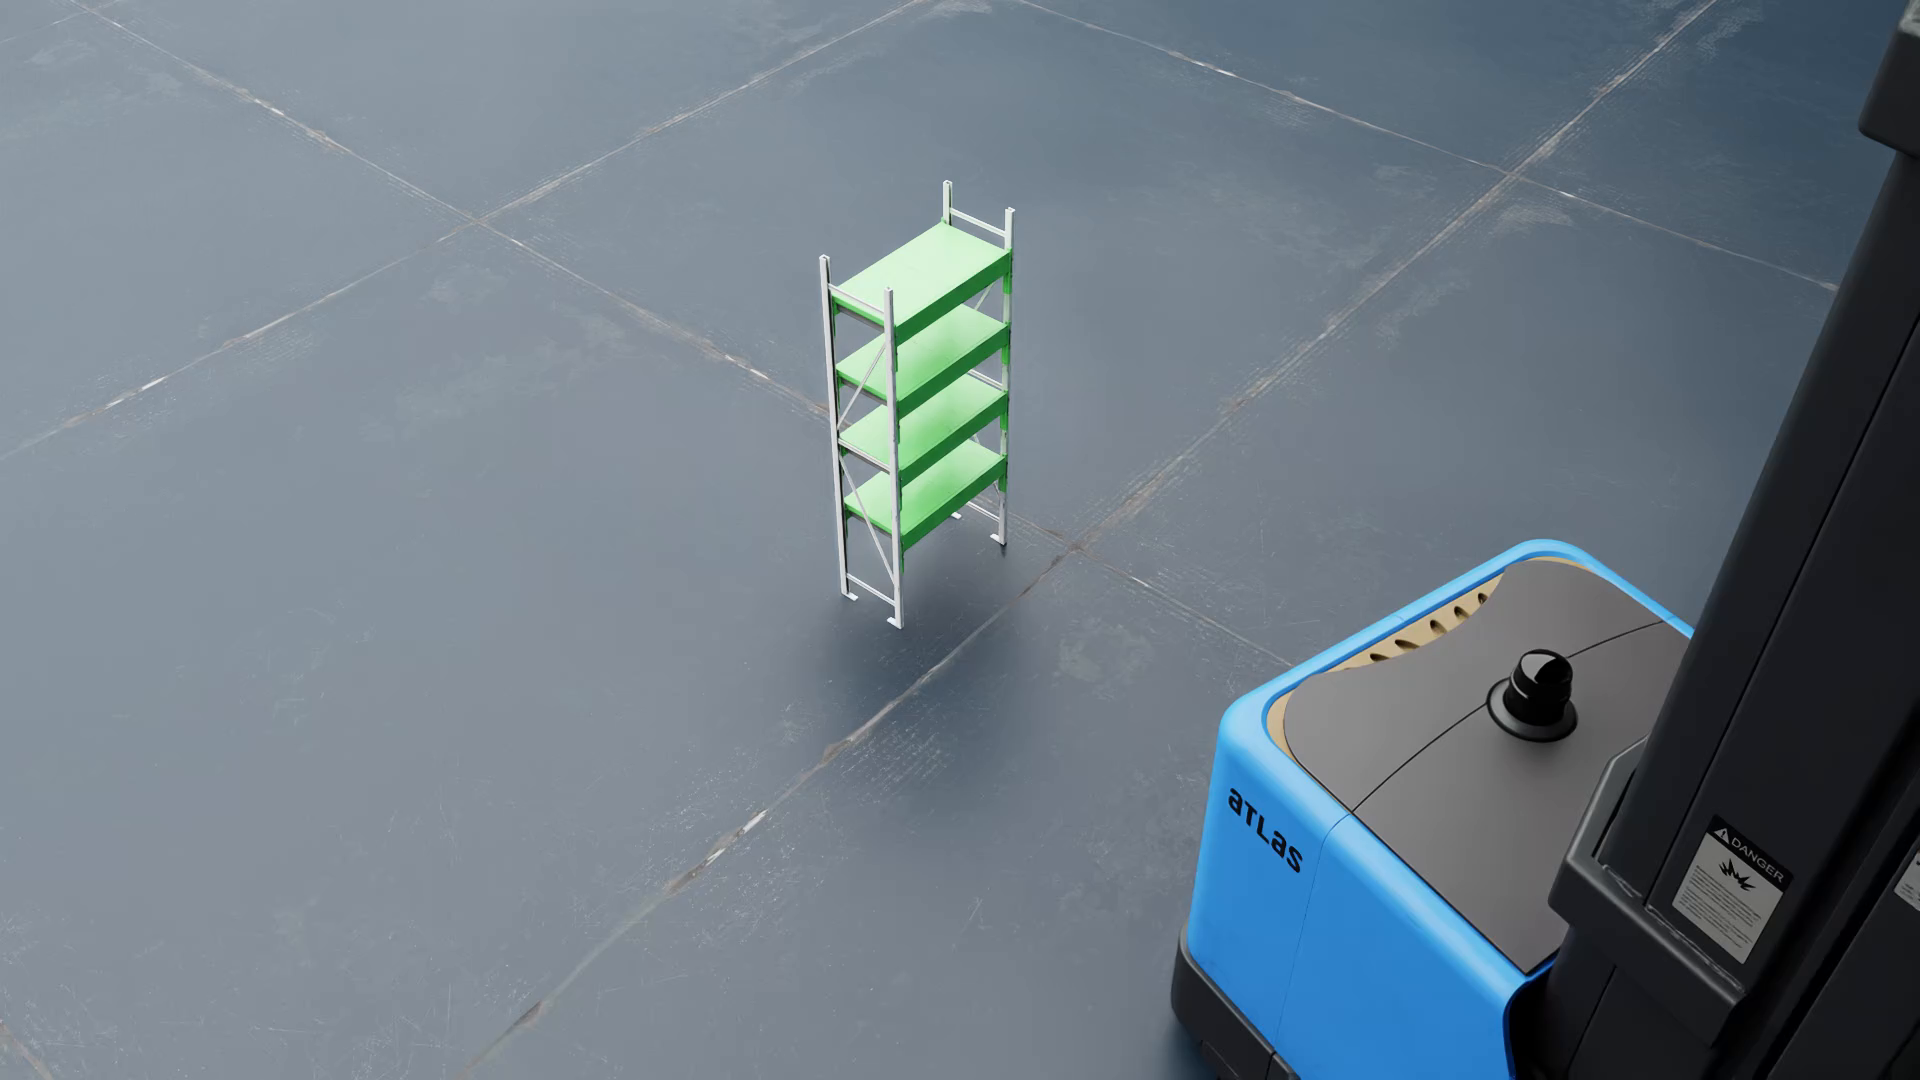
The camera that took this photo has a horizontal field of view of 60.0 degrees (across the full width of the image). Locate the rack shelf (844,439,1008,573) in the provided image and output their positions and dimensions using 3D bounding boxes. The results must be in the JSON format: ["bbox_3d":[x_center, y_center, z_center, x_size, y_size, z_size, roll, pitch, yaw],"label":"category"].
[{"bbox_3d":[-0.107,-0.134,4.957,0.258,0.148,0.480,29,50,28],"label":"rack shelf"}]

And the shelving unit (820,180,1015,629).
[{"bbox_3d":[-0.107,-0.359,4.753,0.258,1.200,0.503,29,50,28],"label":"shelving unit"}]

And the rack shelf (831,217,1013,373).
[{"bbox_3d":[-0.107,-0.667,4.473,0.258,0.148,0.480,29,50,28],"label":"rack shelf"}]

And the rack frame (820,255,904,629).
[{"bbox_3d":[-0.264,-0.233,4.614,0.240,1.200,0.015,29,50,28],"label":"rack frame"}]

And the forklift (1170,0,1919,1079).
[{"bbox_3d":[1.742,0.686,2.317,1.130,2.935,3.031,-25,48,-25],"label":"forklift"}]

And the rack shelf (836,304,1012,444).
[{"bbox_3d":[-0.107,-0.489,4.634,0.258,0.148,0.480,29,50,28],"label":"rack shelf"}]

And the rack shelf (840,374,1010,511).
[{"bbox_3d":[-0.107,-0.311,4.796,0.258,0.148,0.480,29,50,28],"label":"rack shelf"}]

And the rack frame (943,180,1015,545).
[{"bbox_3d":[0.050,-0.484,4.891,0.240,1.200,0.015,29,50,28],"label":"rack frame"}]
